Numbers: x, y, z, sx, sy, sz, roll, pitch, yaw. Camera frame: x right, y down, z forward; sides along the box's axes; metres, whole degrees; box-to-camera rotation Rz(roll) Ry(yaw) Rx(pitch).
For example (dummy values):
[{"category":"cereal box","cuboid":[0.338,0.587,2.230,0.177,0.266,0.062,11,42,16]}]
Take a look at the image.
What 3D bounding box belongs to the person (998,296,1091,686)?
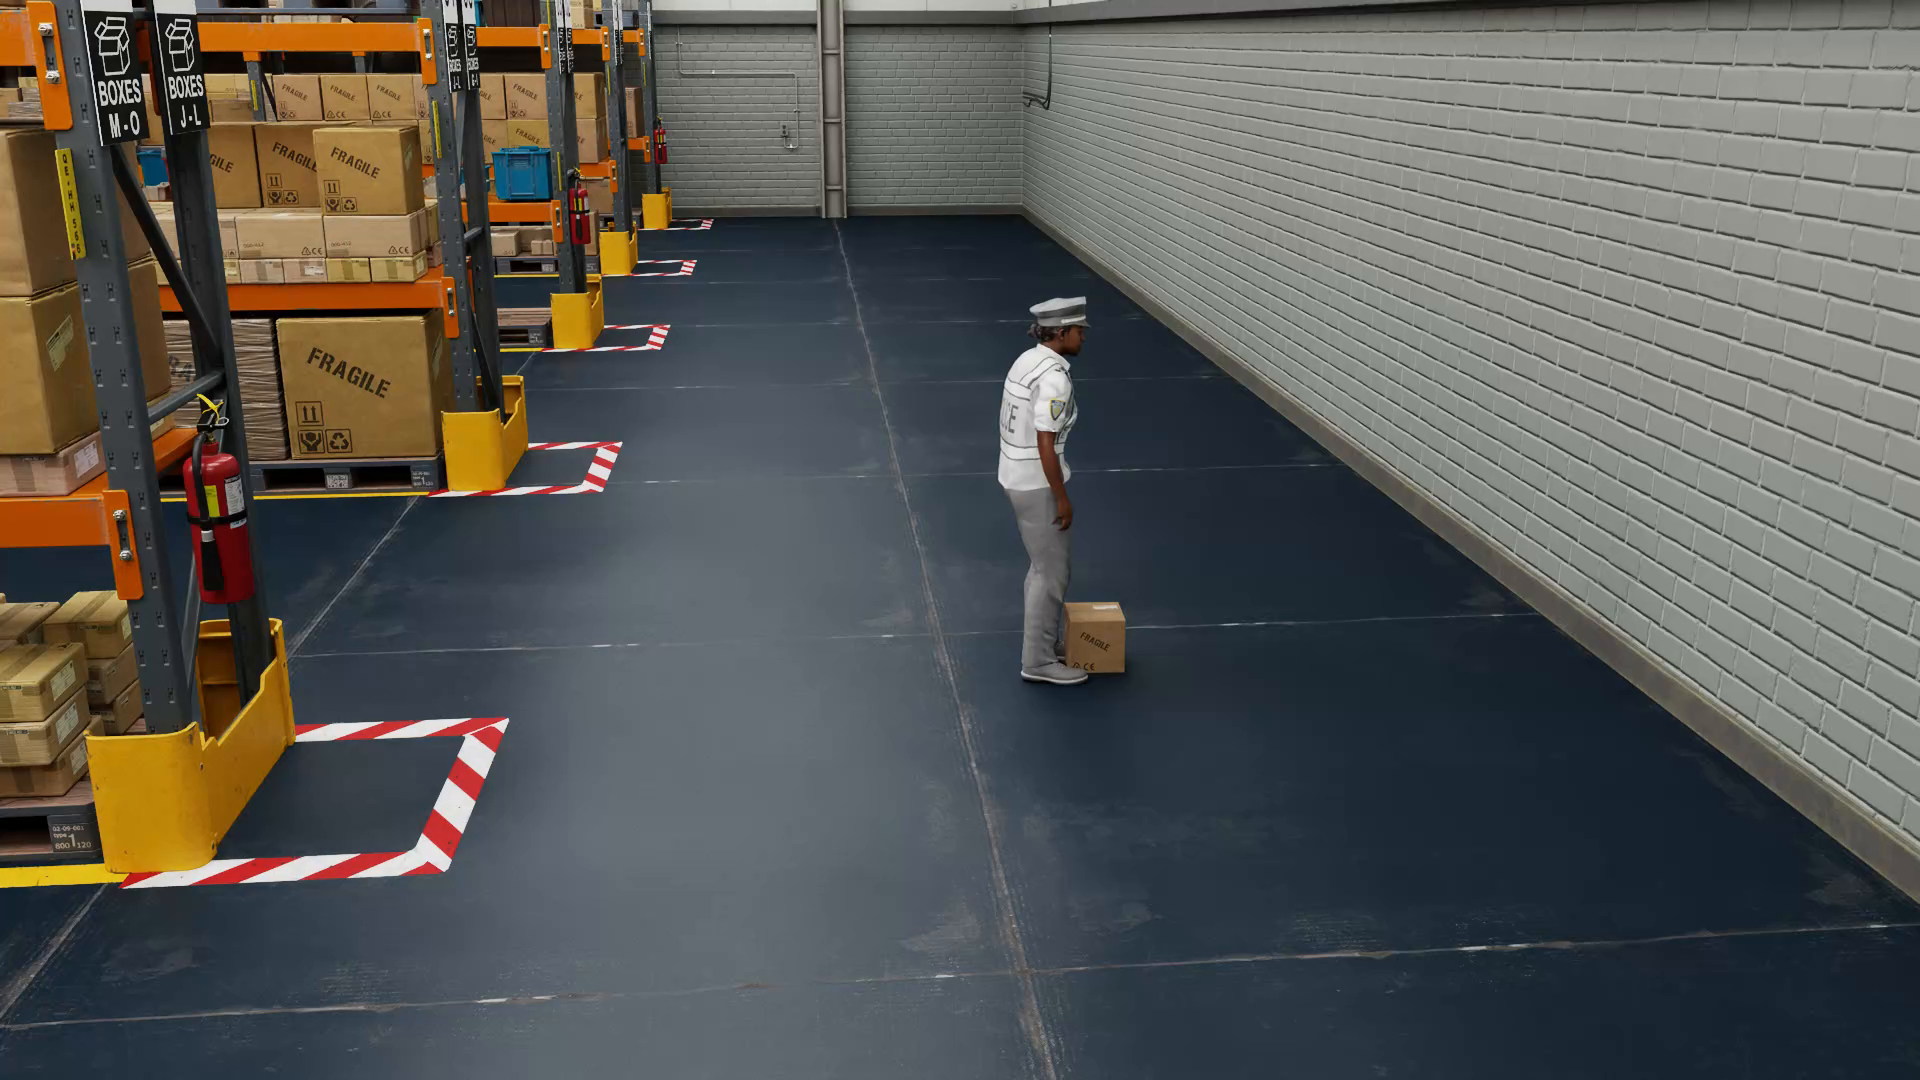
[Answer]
[{"category":"person","cuboid":[0.386,-0.227,7.285,0.419,1.663,0.529,-2,17,-8]}]
